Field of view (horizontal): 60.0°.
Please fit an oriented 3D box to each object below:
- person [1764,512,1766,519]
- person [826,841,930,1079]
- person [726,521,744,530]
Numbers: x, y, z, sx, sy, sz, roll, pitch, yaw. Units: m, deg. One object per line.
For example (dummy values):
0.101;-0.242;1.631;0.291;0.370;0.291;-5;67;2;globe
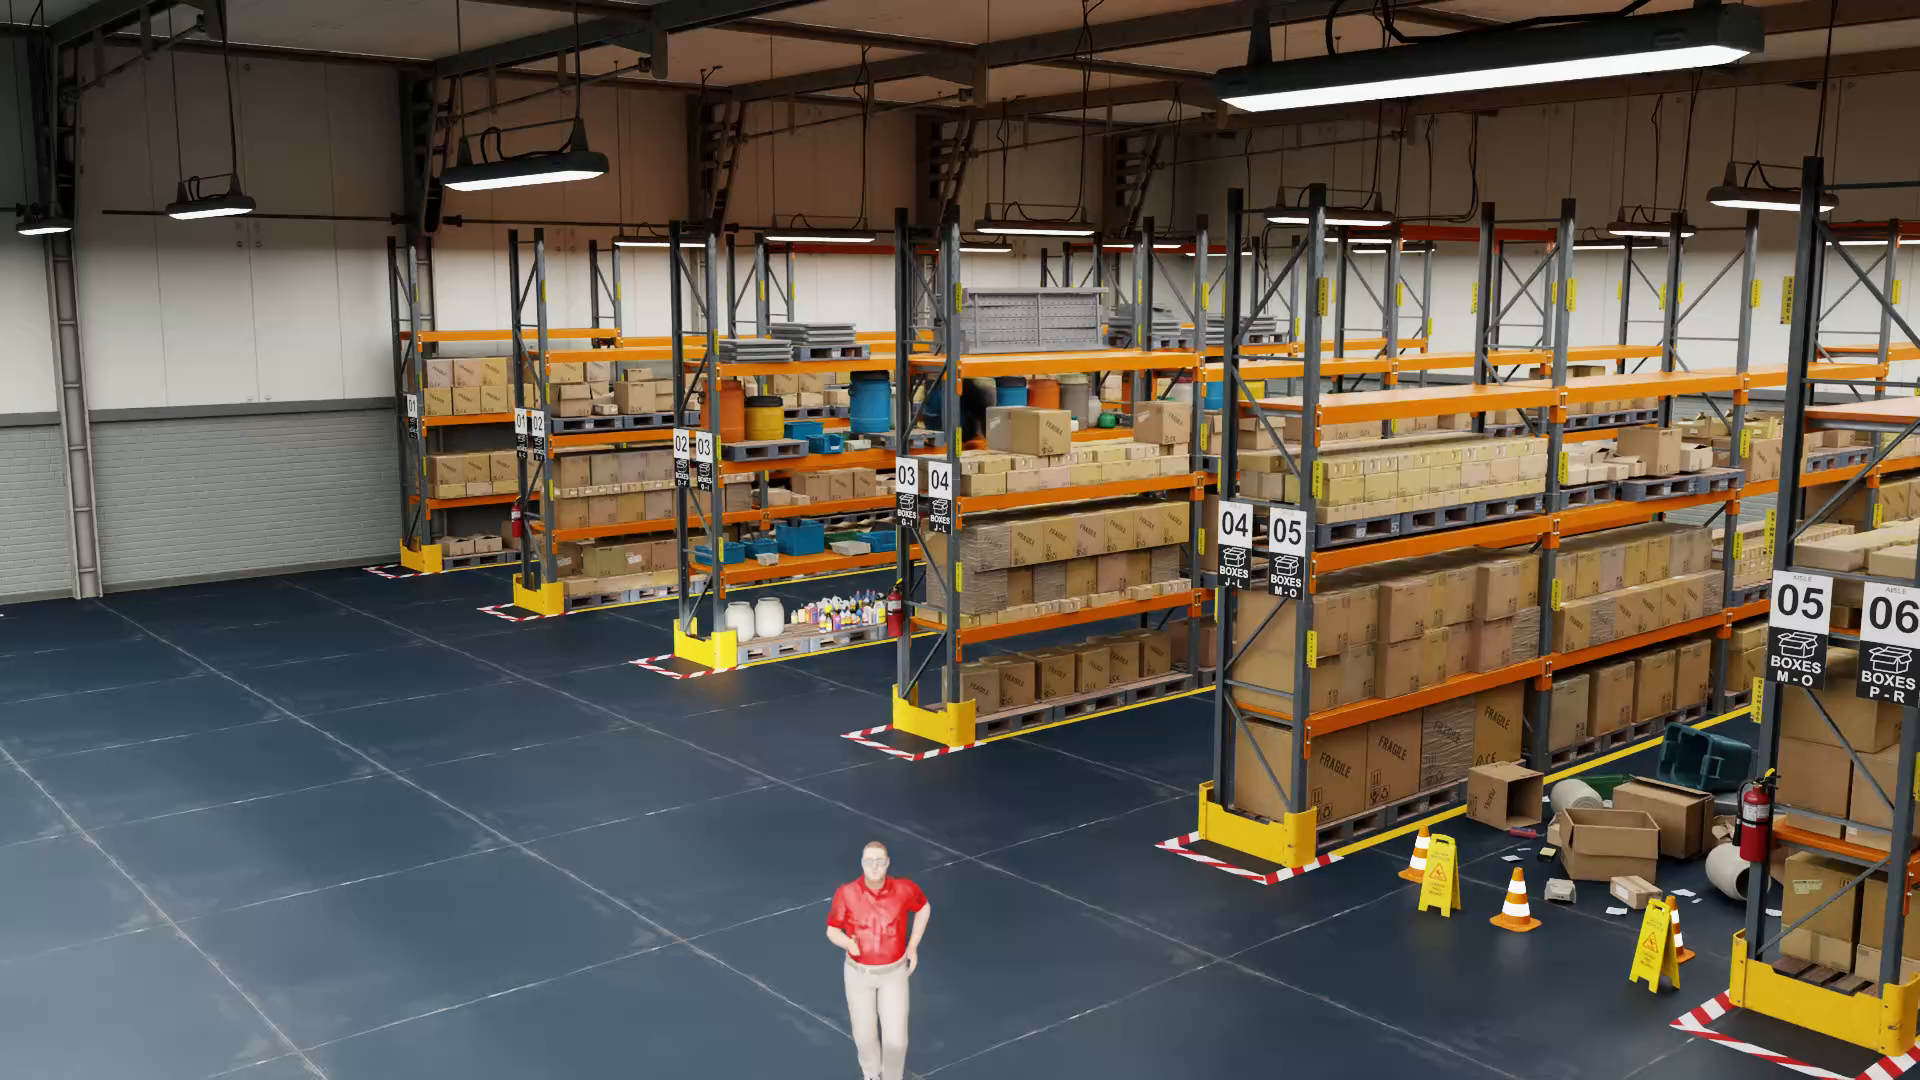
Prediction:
12.556;0.393;25.703;0.936;1.724;0.589;-6;11;-34;person
-0.514;2.760;10.371;0.642;1.765;0.689;0;9;1;person
-4.130;-0.345;30.695;0.581;1.644;0.605;-8;12;-42;person
